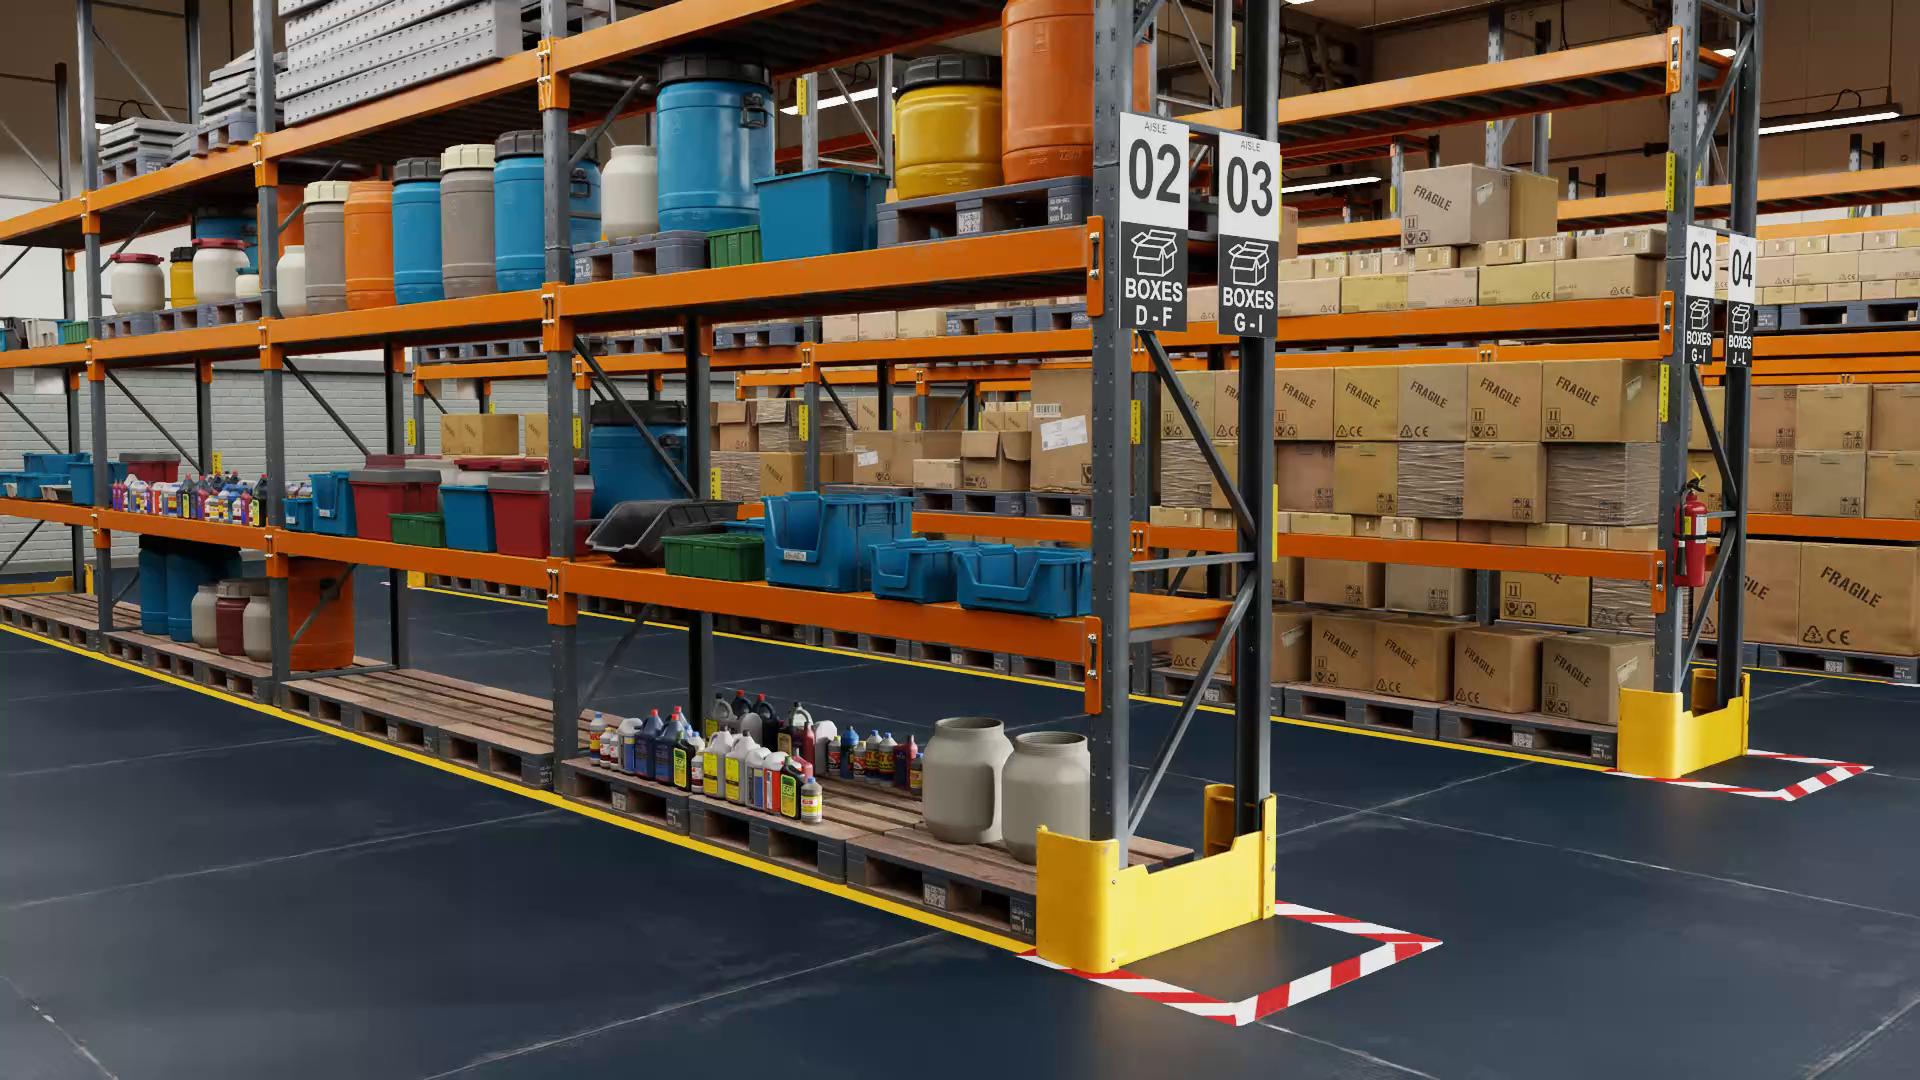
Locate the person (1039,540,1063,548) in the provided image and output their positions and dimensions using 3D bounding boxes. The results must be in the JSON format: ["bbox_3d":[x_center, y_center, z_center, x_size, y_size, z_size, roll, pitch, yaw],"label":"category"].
[{"bbox_3d":[1.091,-0.082,18.216,0.553,1.771,0.551,0,4,-1],"label":"person"}]
